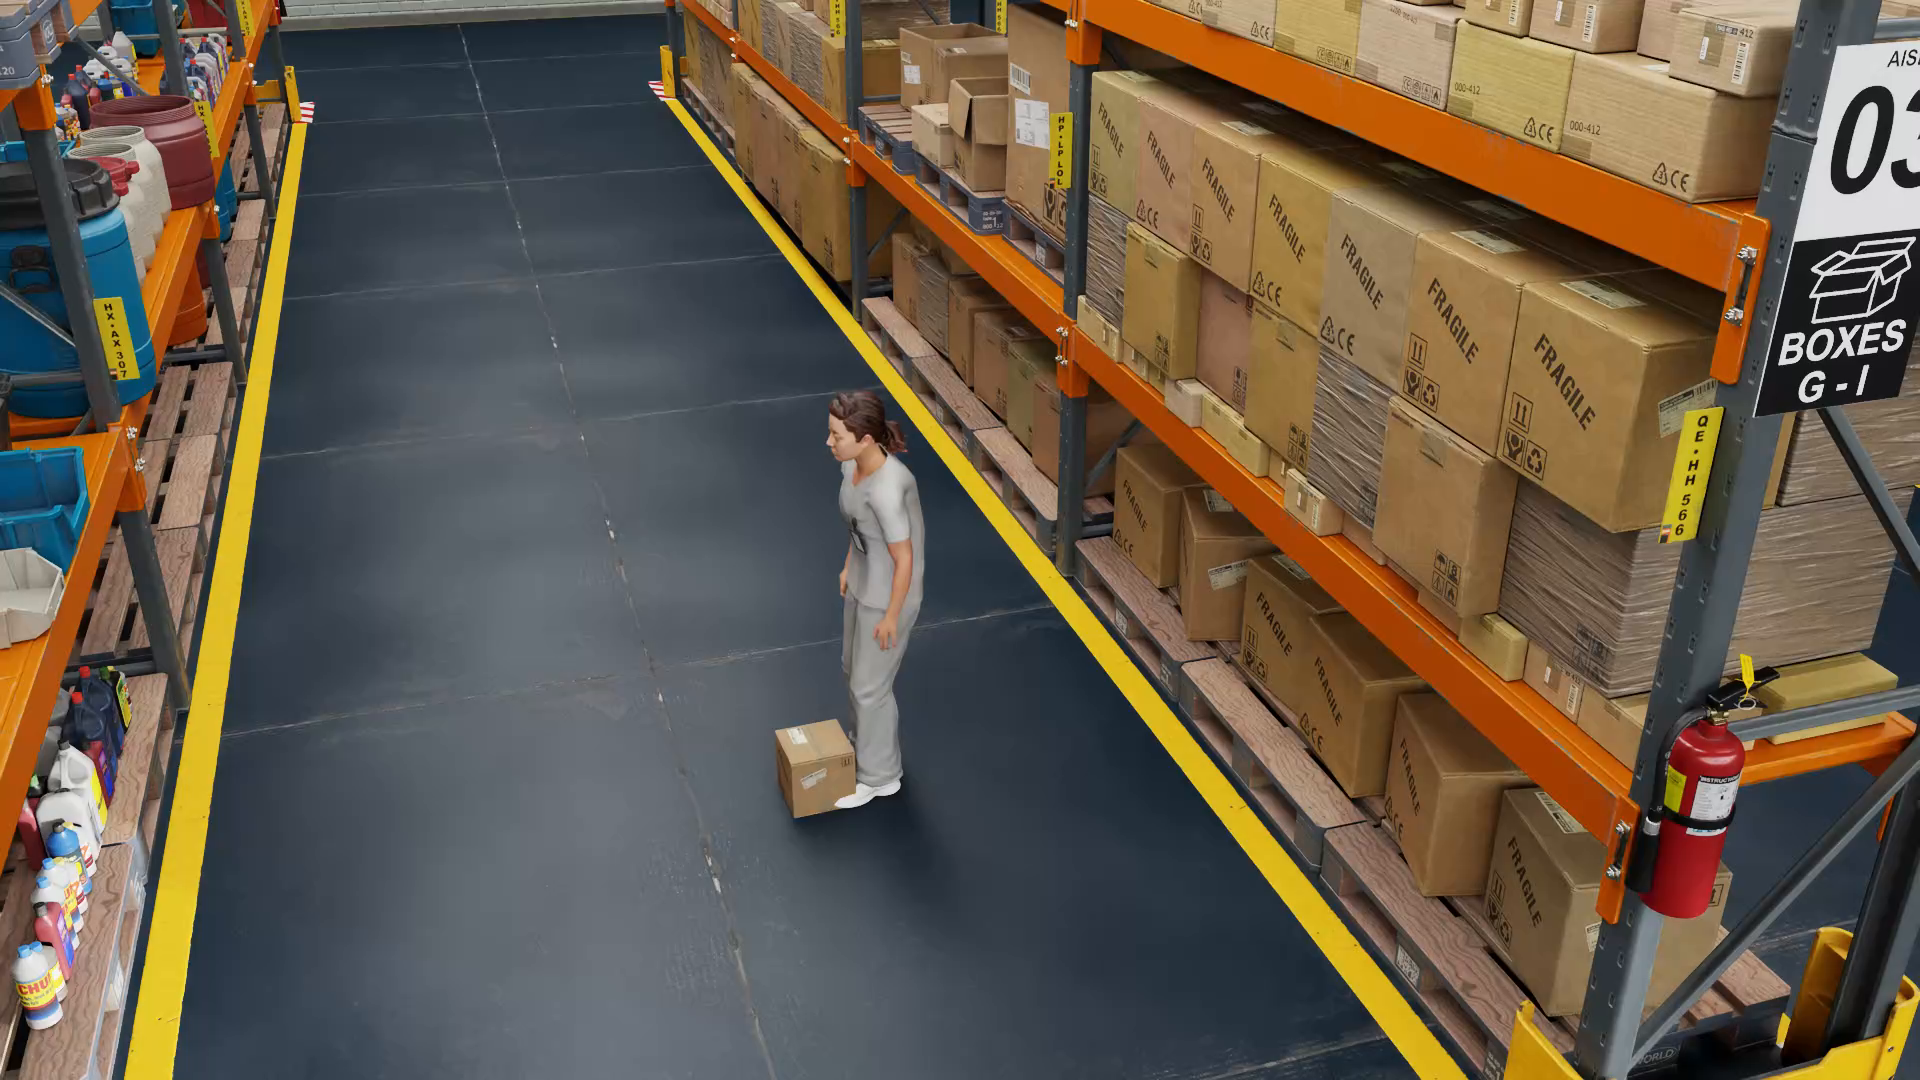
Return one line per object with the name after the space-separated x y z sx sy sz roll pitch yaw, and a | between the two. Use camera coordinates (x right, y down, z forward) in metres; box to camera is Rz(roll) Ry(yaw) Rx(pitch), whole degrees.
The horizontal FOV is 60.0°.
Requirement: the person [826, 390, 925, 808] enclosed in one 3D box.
-0.350 0.212 6.191 0.417 1.671 0.511 -10 28 -19 | person
